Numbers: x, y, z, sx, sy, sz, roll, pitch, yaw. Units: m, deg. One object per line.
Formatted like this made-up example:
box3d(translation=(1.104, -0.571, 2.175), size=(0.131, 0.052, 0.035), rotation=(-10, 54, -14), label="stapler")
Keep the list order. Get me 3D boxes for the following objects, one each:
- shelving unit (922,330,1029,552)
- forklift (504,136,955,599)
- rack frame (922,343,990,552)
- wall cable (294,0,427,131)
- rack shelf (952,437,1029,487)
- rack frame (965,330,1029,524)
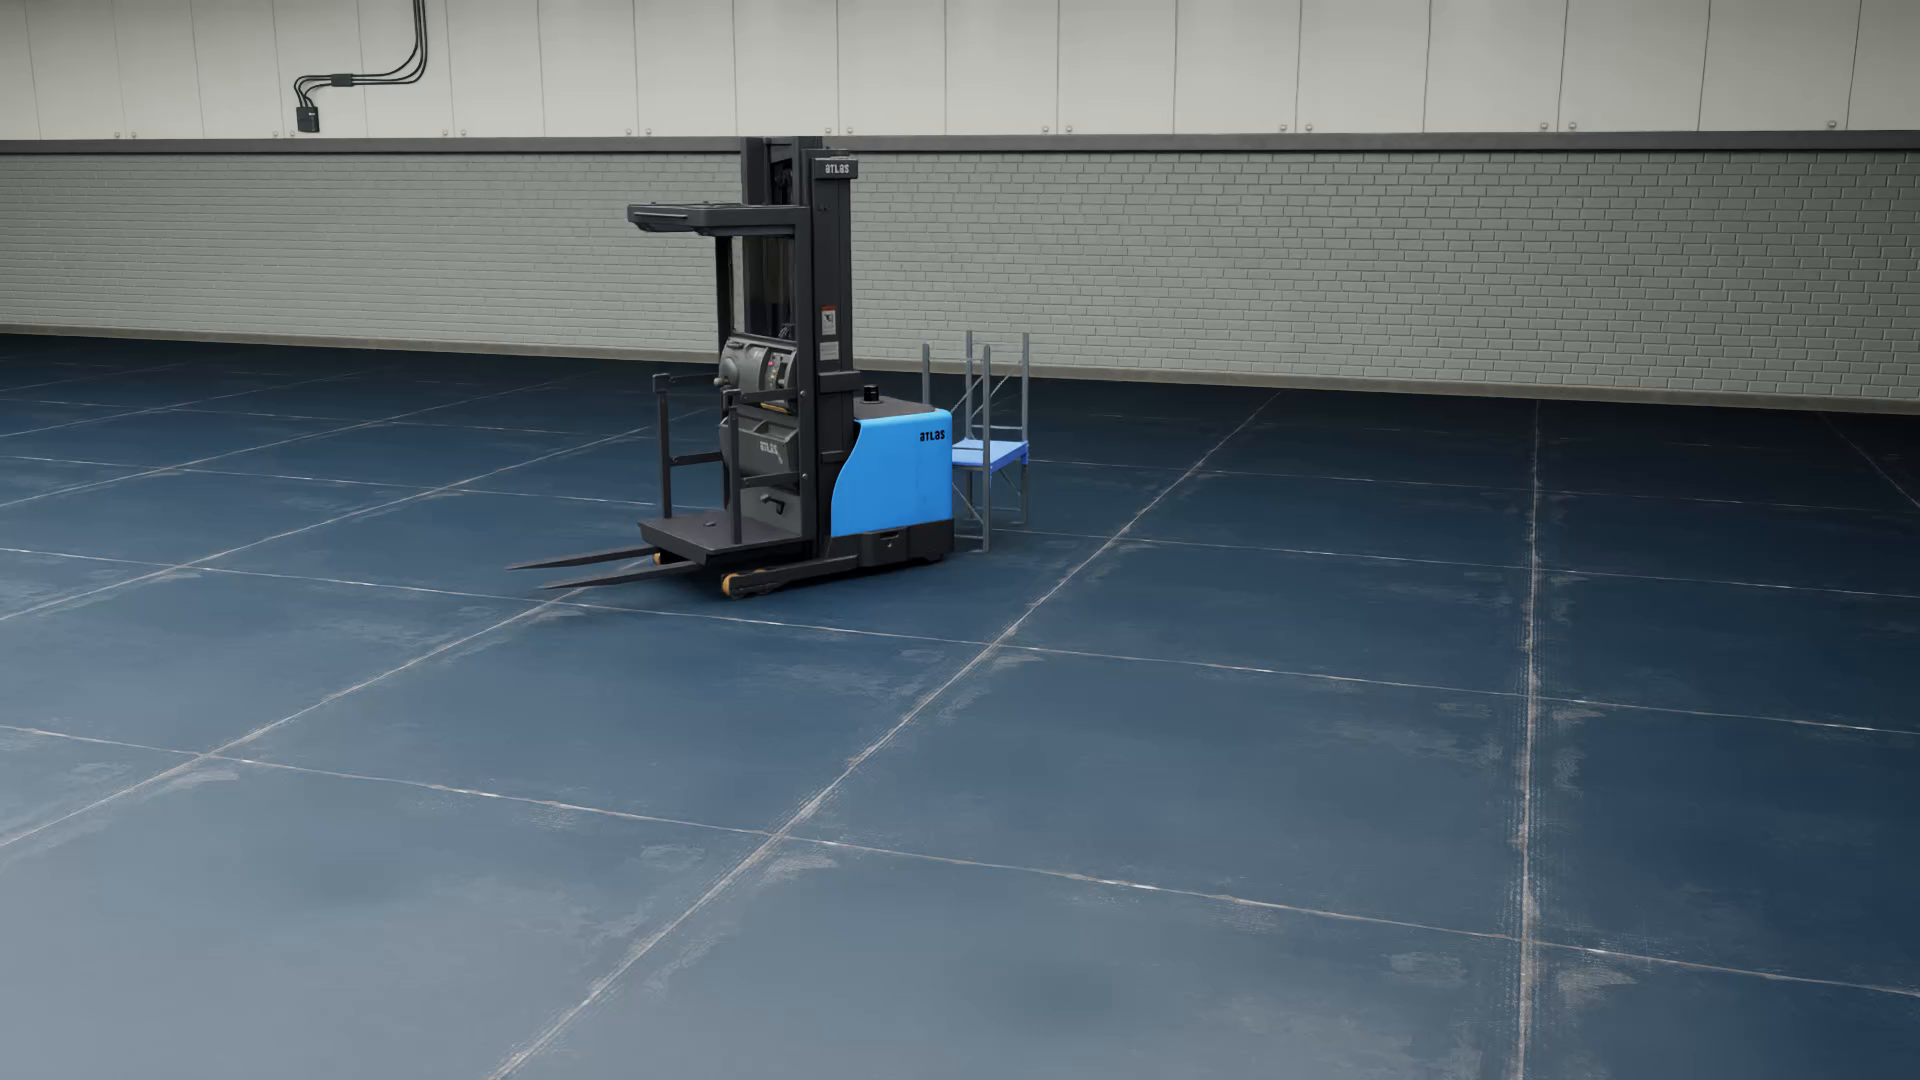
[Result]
box3d(translation=(0.130, -0.768, 12.484), size=(0.538, 1.500, 1.048), rotation=(4, 13, 17), label="shelving unit")
box3d(translation=(-1.527, -1.178, 11.064), size=(3.031, 2.935, 1.130), rotation=(-9, 16, -35), label="forklift")
box3d(translation=(-0.027, -0.661, 12.012), size=(0.500, 1.500, 0.032), rotation=(4, 13, 17), label="rack frame")
box3d(translation=(-8.722, -8.913, 23.674), size=(2.305, 6.003, 0.169), rotation=(4, 14, 18), label="wall cable")
box3d(translation=(0.130, -0.593, 12.524), size=(0.538, 0.185, 1.000), rotation=(4, 13, 17), label="rack shelf")
box3d(translation=(0.286, -0.876, 12.955), size=(0.500, 1.500, 0.032), rotation=(4, 13, 17), label="rack frame")
